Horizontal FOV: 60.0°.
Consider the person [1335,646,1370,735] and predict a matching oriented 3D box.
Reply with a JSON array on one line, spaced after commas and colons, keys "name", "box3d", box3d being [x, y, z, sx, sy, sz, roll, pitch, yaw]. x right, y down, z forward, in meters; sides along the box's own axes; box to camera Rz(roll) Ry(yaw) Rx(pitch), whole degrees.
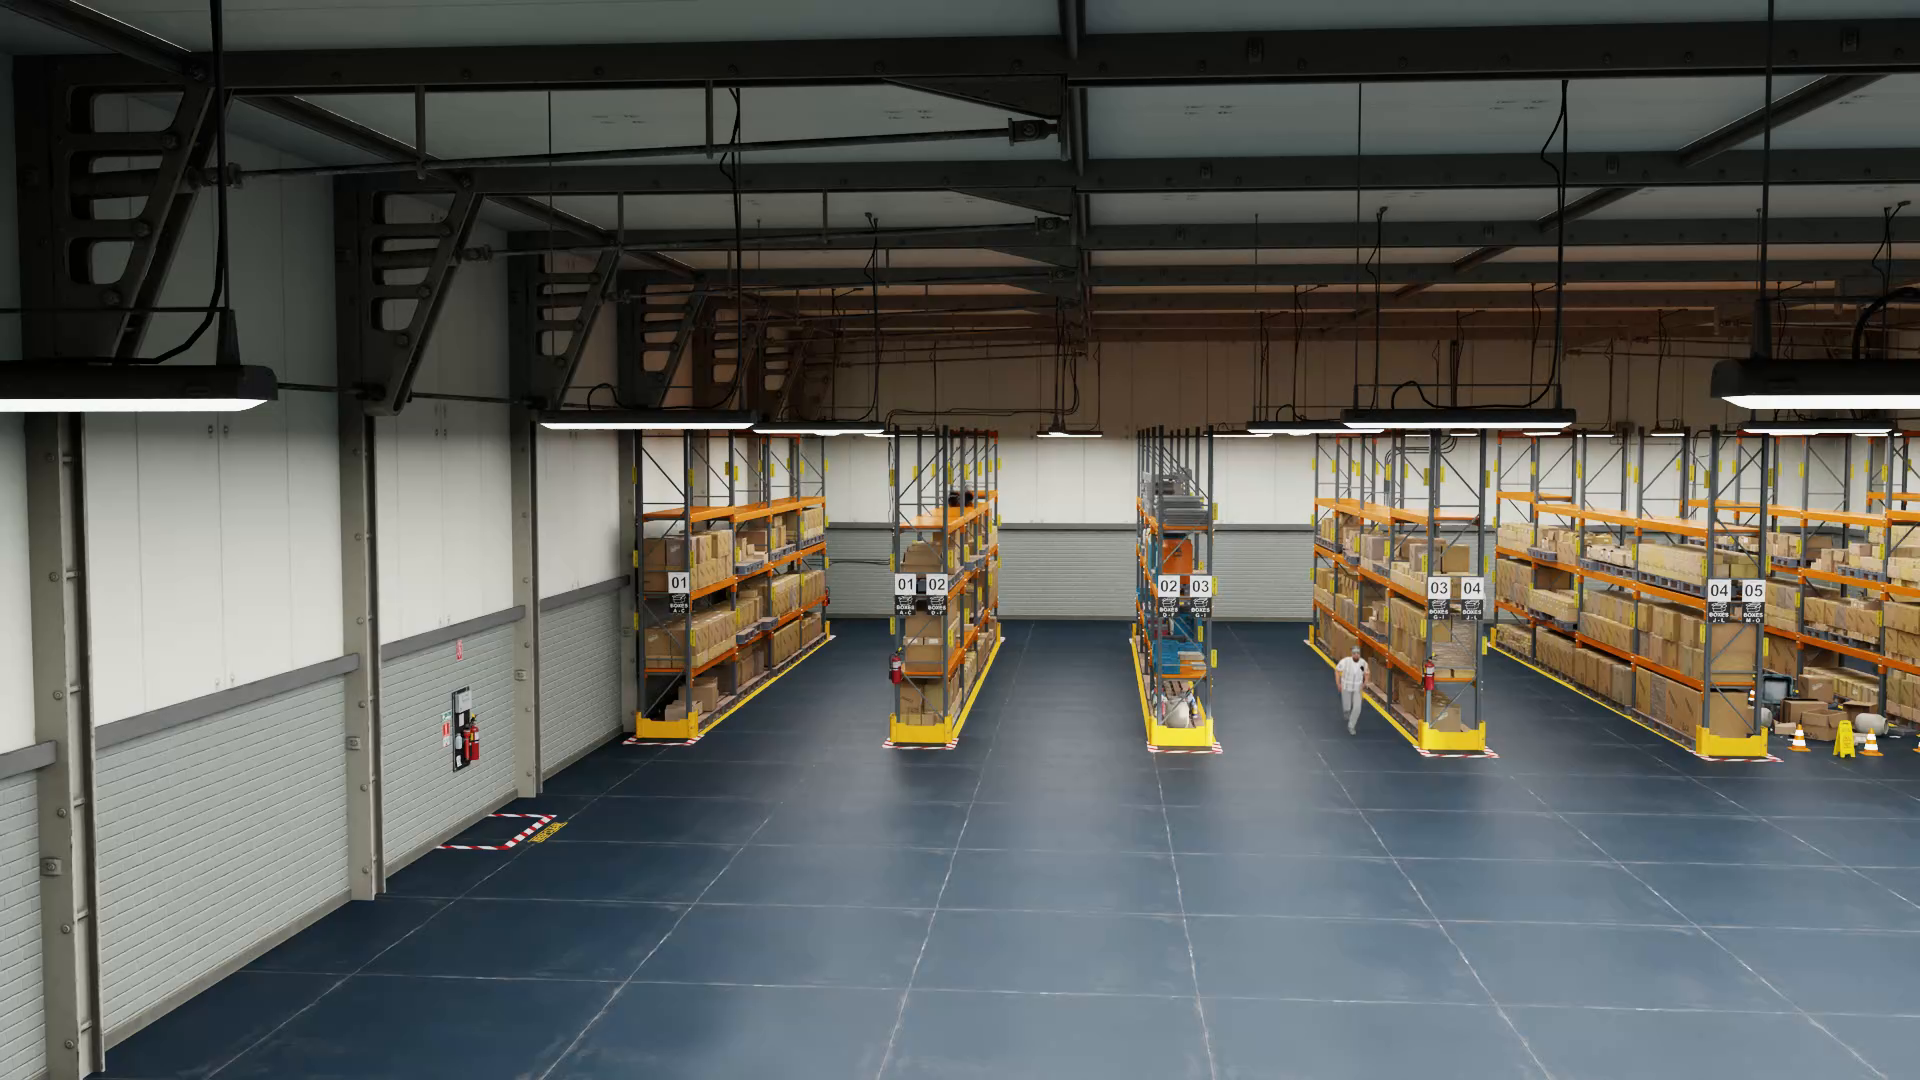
[{"name": "person", "box3d": [7.707, 2.917, 32.673, 0.677, 1.748, 0.773, 0, 3, 5]}]

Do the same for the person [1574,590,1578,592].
[{"name": "person", "box3d": [16.666, 2.107, 45.065, 0.690, 1.777, 0.939, 0, 3, -1]}]

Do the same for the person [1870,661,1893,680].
[{"name": "person", "box3d": [21.383, 2.589, 38.515, 0.589, 1.666, 0.621, 0, 3, -1]}]

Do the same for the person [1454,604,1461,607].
[{"name": "person", "box3d": [13.480, 2.163, 45.242, 0.675, 1.658, 0.923, 1, 4, 18]}]

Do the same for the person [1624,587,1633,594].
[{"name": "person", "box3d": [18.850, 1.989, 47.290, 0.705, 1.824, 0.632, 0, 3, -3]}]
